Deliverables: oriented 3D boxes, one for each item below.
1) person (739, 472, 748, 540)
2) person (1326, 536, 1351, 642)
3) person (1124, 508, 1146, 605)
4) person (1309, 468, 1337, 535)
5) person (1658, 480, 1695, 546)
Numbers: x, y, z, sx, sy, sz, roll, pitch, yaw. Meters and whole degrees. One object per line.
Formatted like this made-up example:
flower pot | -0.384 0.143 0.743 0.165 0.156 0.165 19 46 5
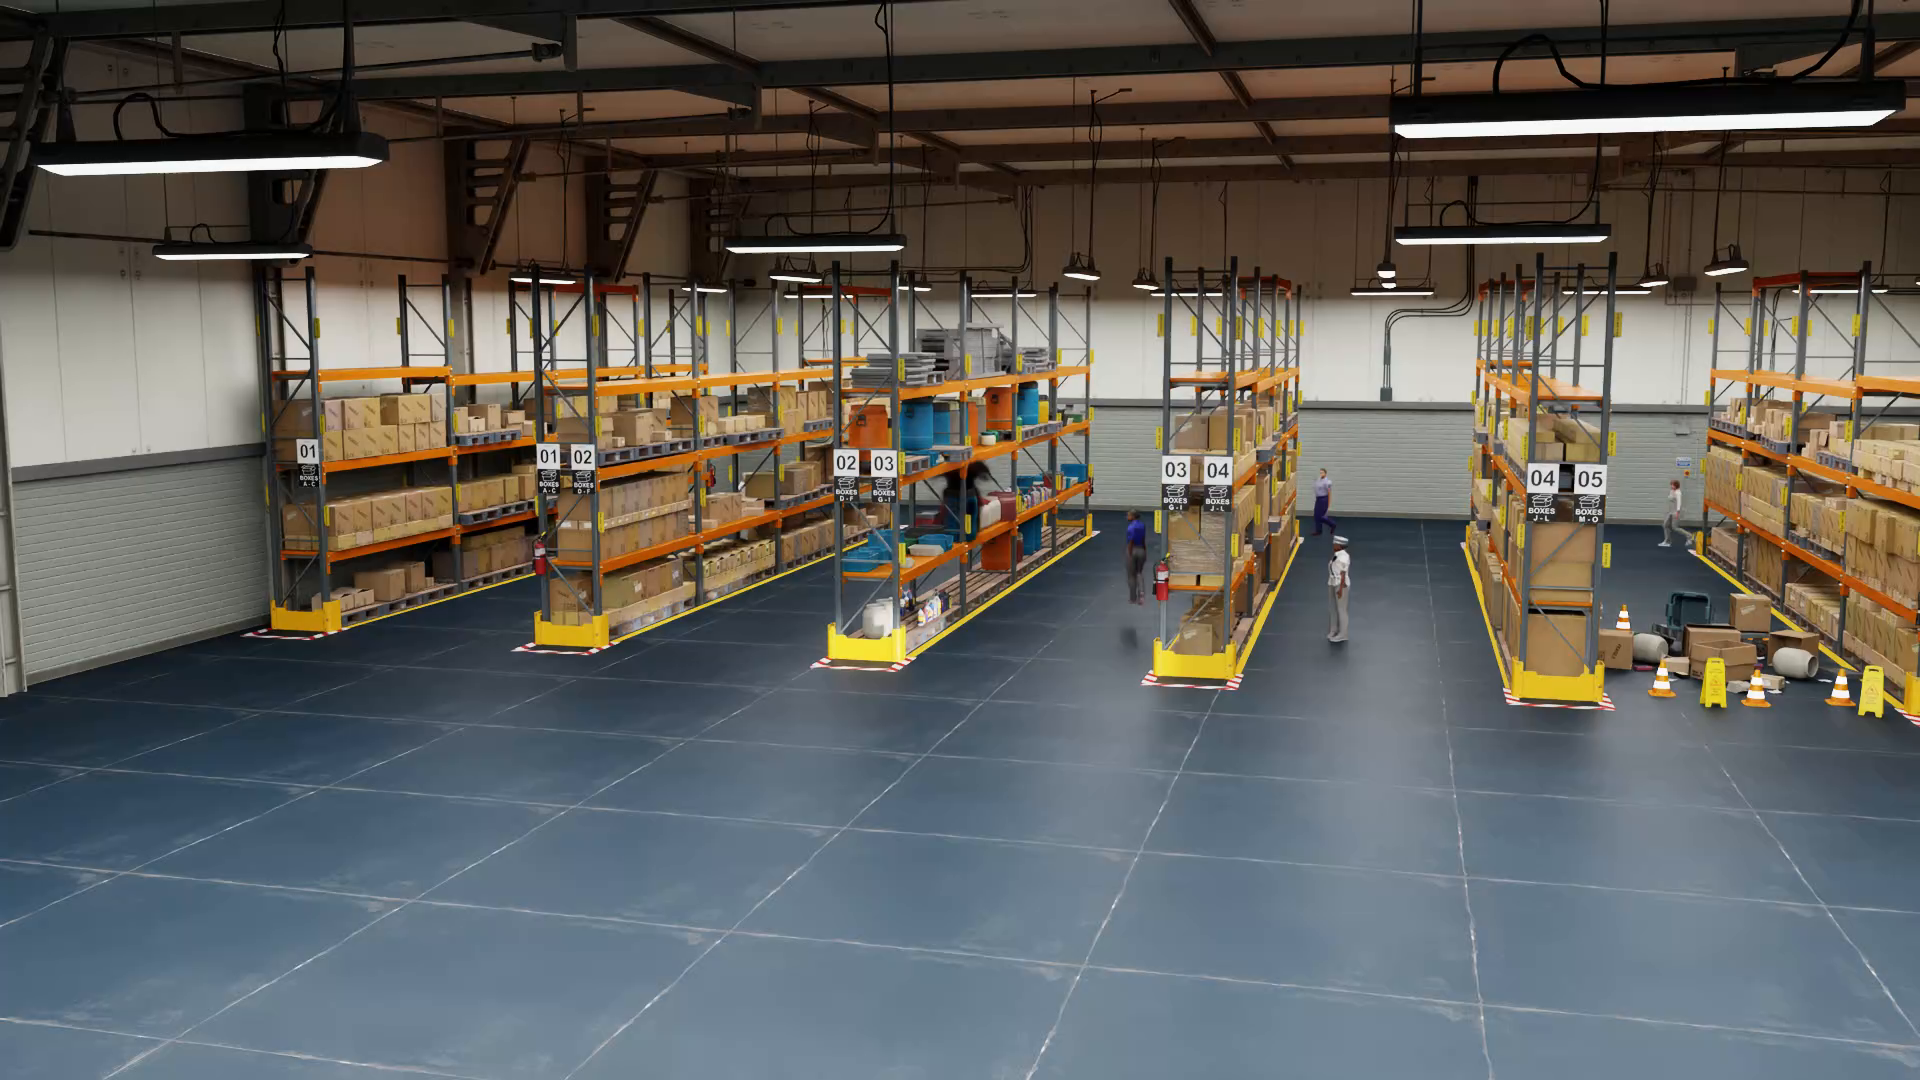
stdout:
person | -4.967 -0.748 38.899 0.493 1.687 0.514 4 8 27
person | 6.101 0.774 26.857 0.381 1.688 0.440 -3 8 -19
person | 3.021 0.287 28.449 0.449 1.670 0.432 -3 8 -23
person | 8.788 -0.919 40.260 0.576 1.624 0.473 -1 7 -7
person | 16.422 -0.612 38.058 0.756 1.552 0.447 1 7 11
